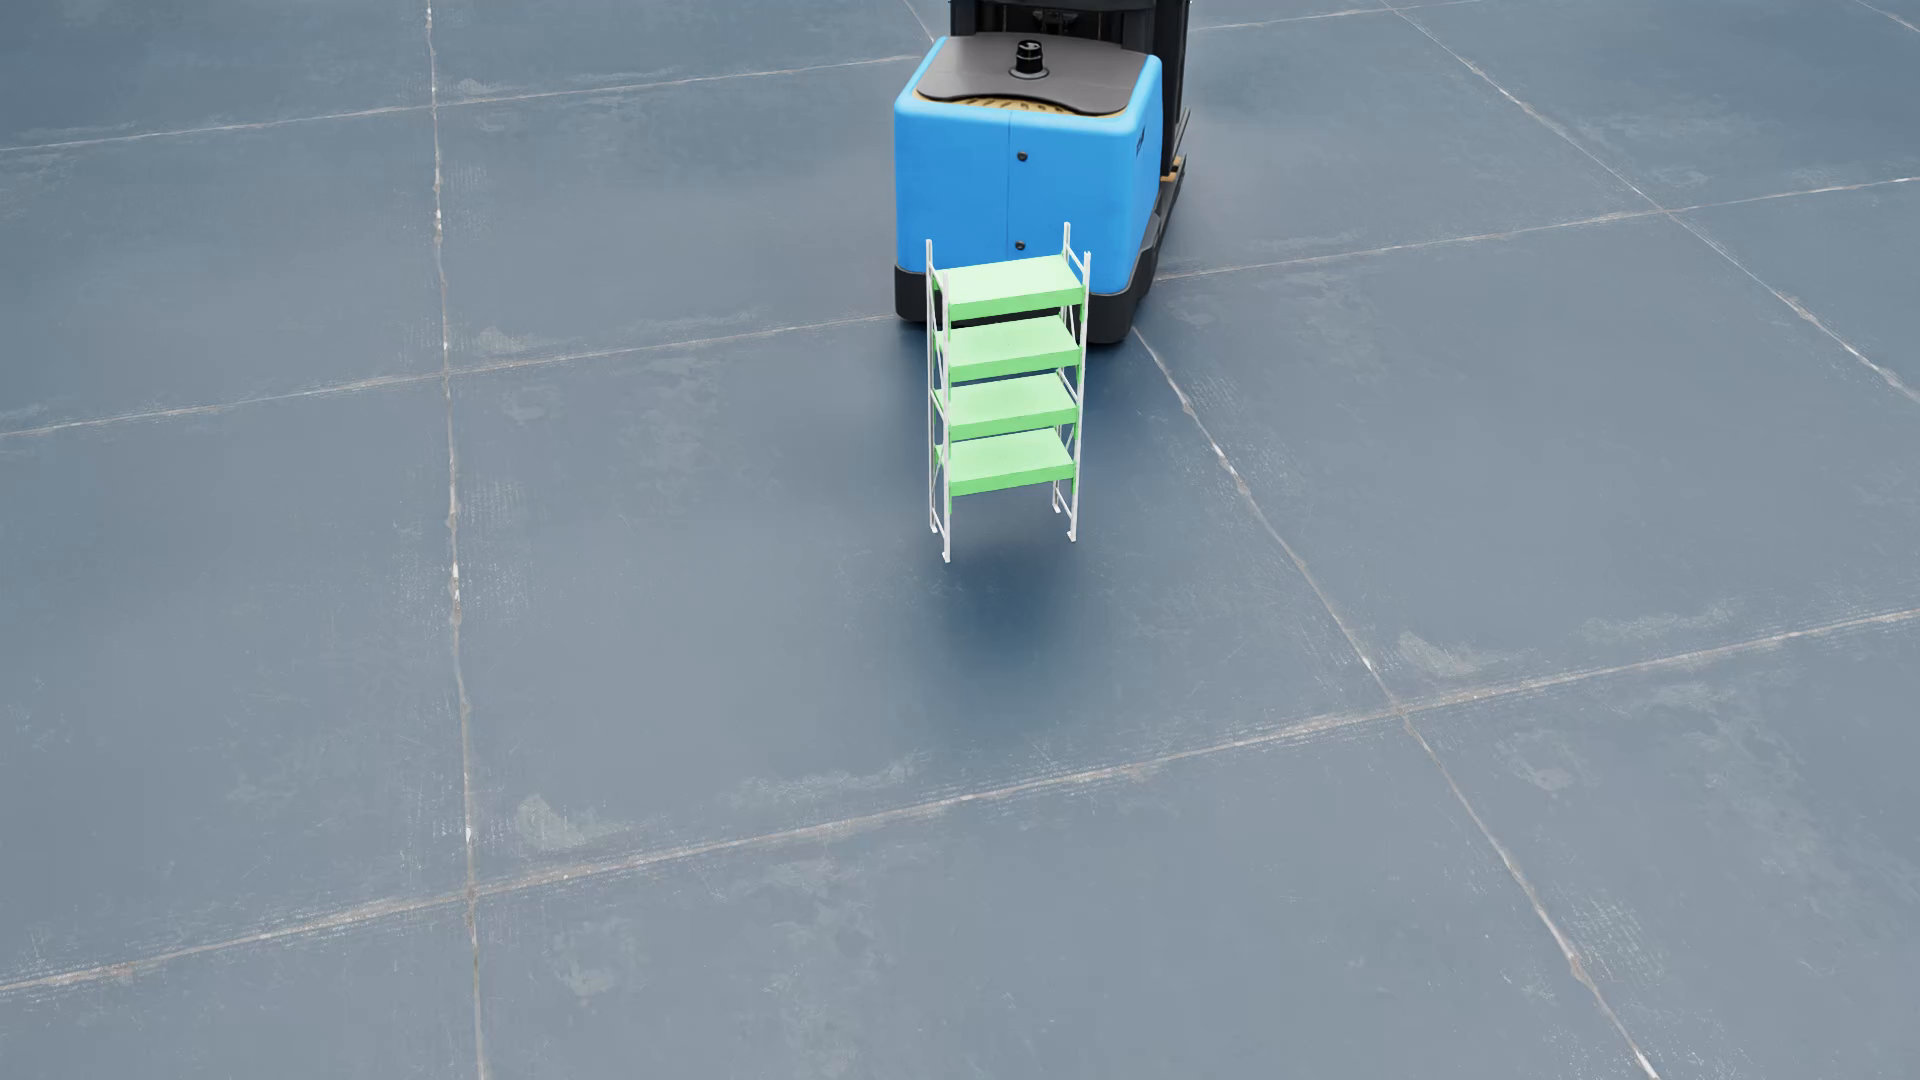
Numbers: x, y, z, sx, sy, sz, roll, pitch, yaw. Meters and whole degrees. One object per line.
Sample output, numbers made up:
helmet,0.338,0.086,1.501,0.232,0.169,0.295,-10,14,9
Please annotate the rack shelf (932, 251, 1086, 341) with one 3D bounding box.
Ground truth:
rack shelf,0.160,-0.833,5.667,0.480,0.148,0.258,-9,38,-12

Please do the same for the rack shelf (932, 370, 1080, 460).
rack shelf,0.160,-0.452,5.959,0.480,0.148,0.258,-9,38,-12

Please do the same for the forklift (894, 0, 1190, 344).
forklift,0.553,-2.918,7.652,1.130,2.935,3.031,8,38,11

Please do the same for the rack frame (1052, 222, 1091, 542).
rack frame,0.395,-0.541,5.970,0.015,1.200,0.240,-9,38,-12

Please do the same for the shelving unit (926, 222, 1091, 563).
shelving unit,0.160,-0.503,5.920,0.503,1.200,0.258,-9,38,-12

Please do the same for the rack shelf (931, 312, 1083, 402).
rack shelf,0.160,-0.643,5.813,0.480,0.148,0.258,-9,38,-12

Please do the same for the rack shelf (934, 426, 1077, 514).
rack shelf,0.160,-0.261,6.104,0.480,0.148,0.258,-9,38,-12

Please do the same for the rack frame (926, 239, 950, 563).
rack frame,-0.076,-0.464,5.869,0.015,1.200,0.240,-9,38,-12
